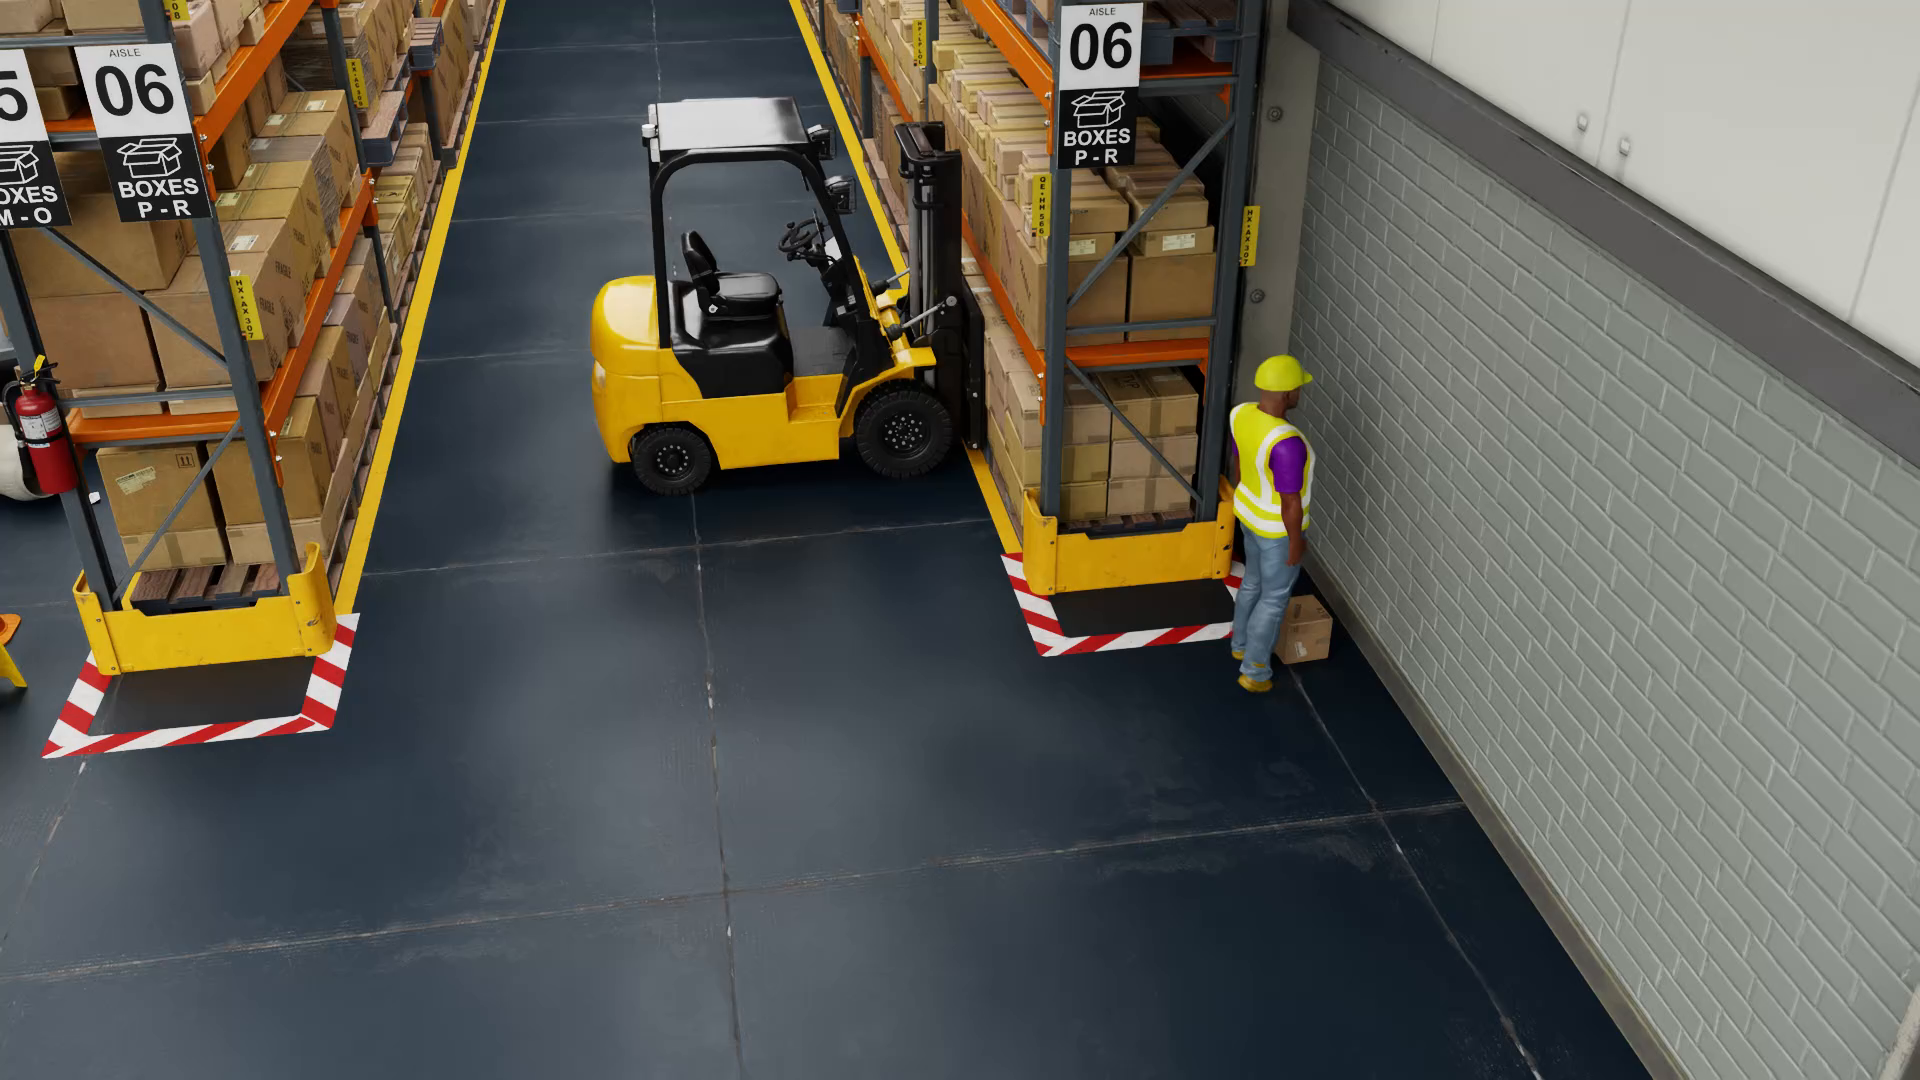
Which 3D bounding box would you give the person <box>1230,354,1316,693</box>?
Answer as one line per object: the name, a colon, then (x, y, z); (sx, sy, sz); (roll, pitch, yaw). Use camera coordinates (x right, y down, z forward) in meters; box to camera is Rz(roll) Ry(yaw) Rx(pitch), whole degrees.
person: (1.563, -0.084, 8.321); (0.424, 1.829, 0.569); (-11, 32, -18)
